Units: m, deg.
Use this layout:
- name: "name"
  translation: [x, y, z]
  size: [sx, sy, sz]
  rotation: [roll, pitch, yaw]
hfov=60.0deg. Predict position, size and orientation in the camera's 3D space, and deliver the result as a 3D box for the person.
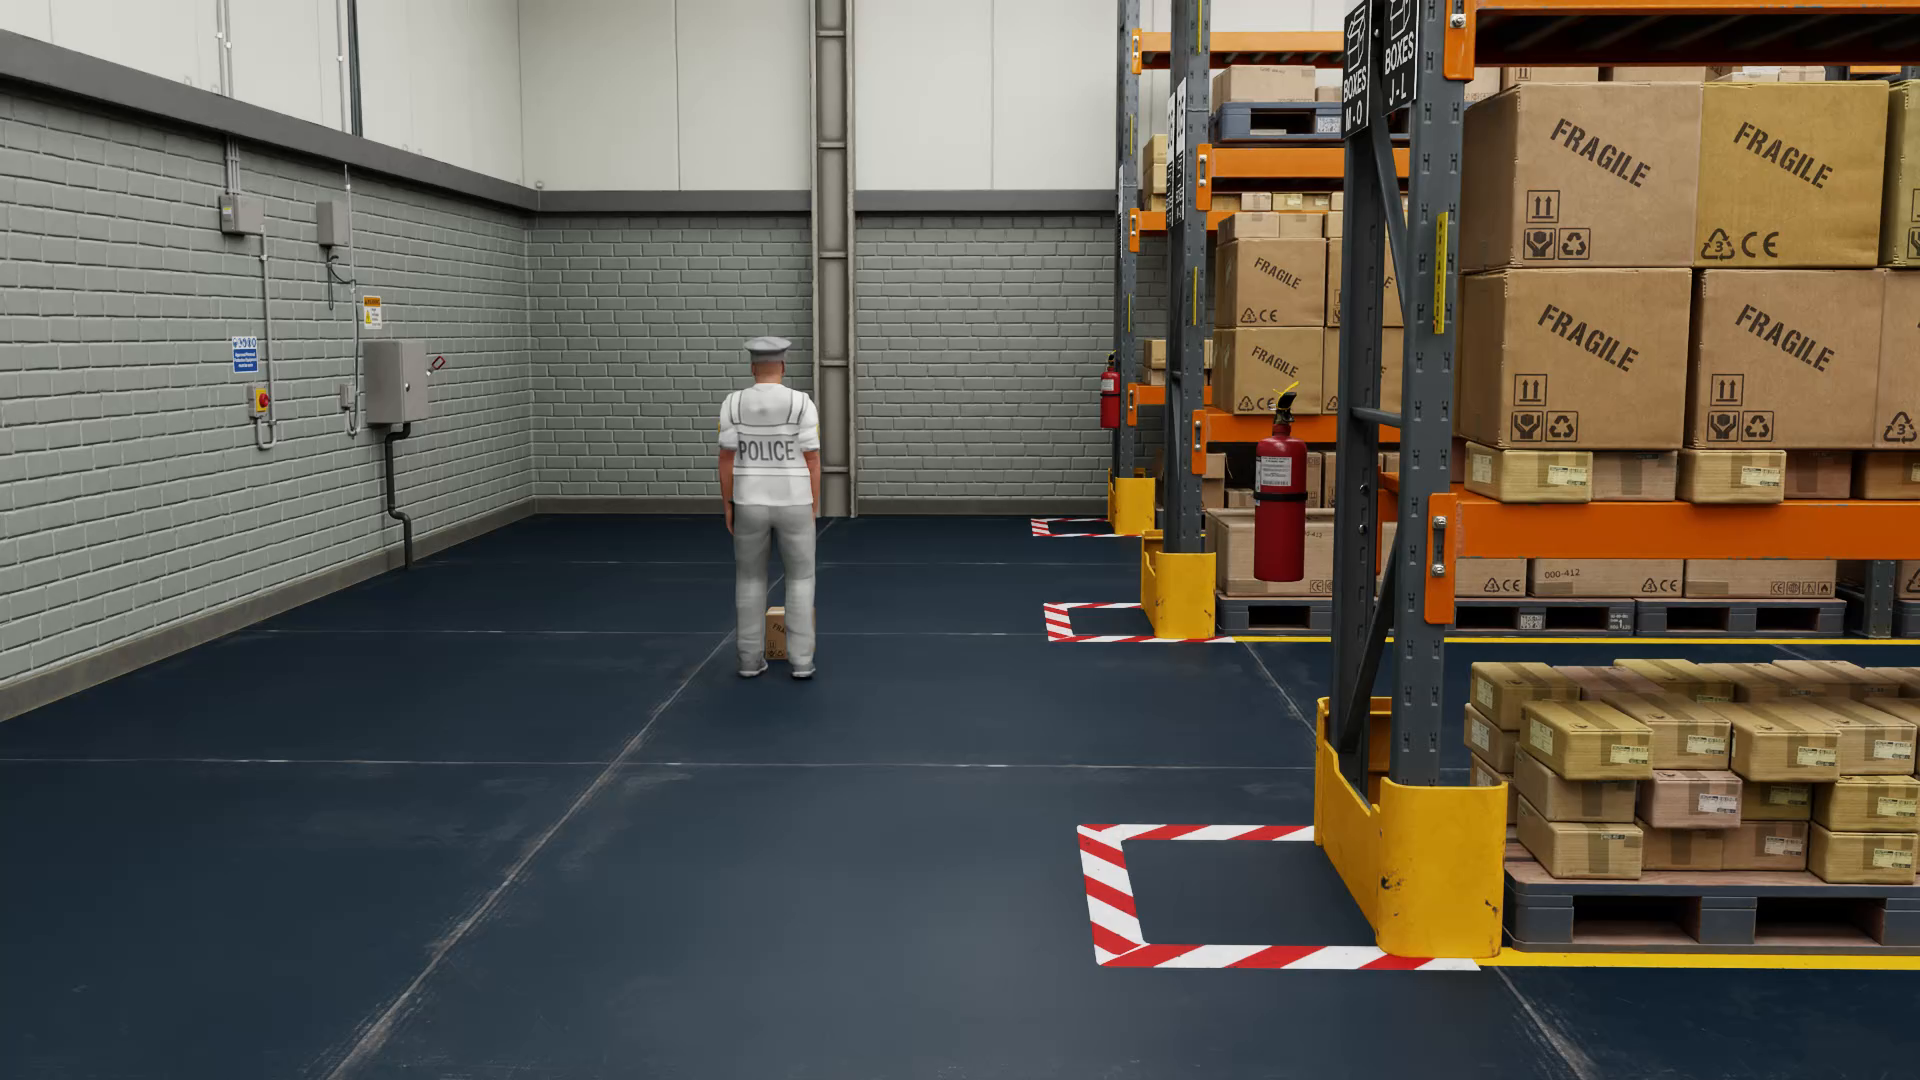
- name: "person"
  translation: [-0.975, -0.166, 8.591]
  size: [0.528, 1.756, 0.393]
  rotation: [0, 7, 3]
